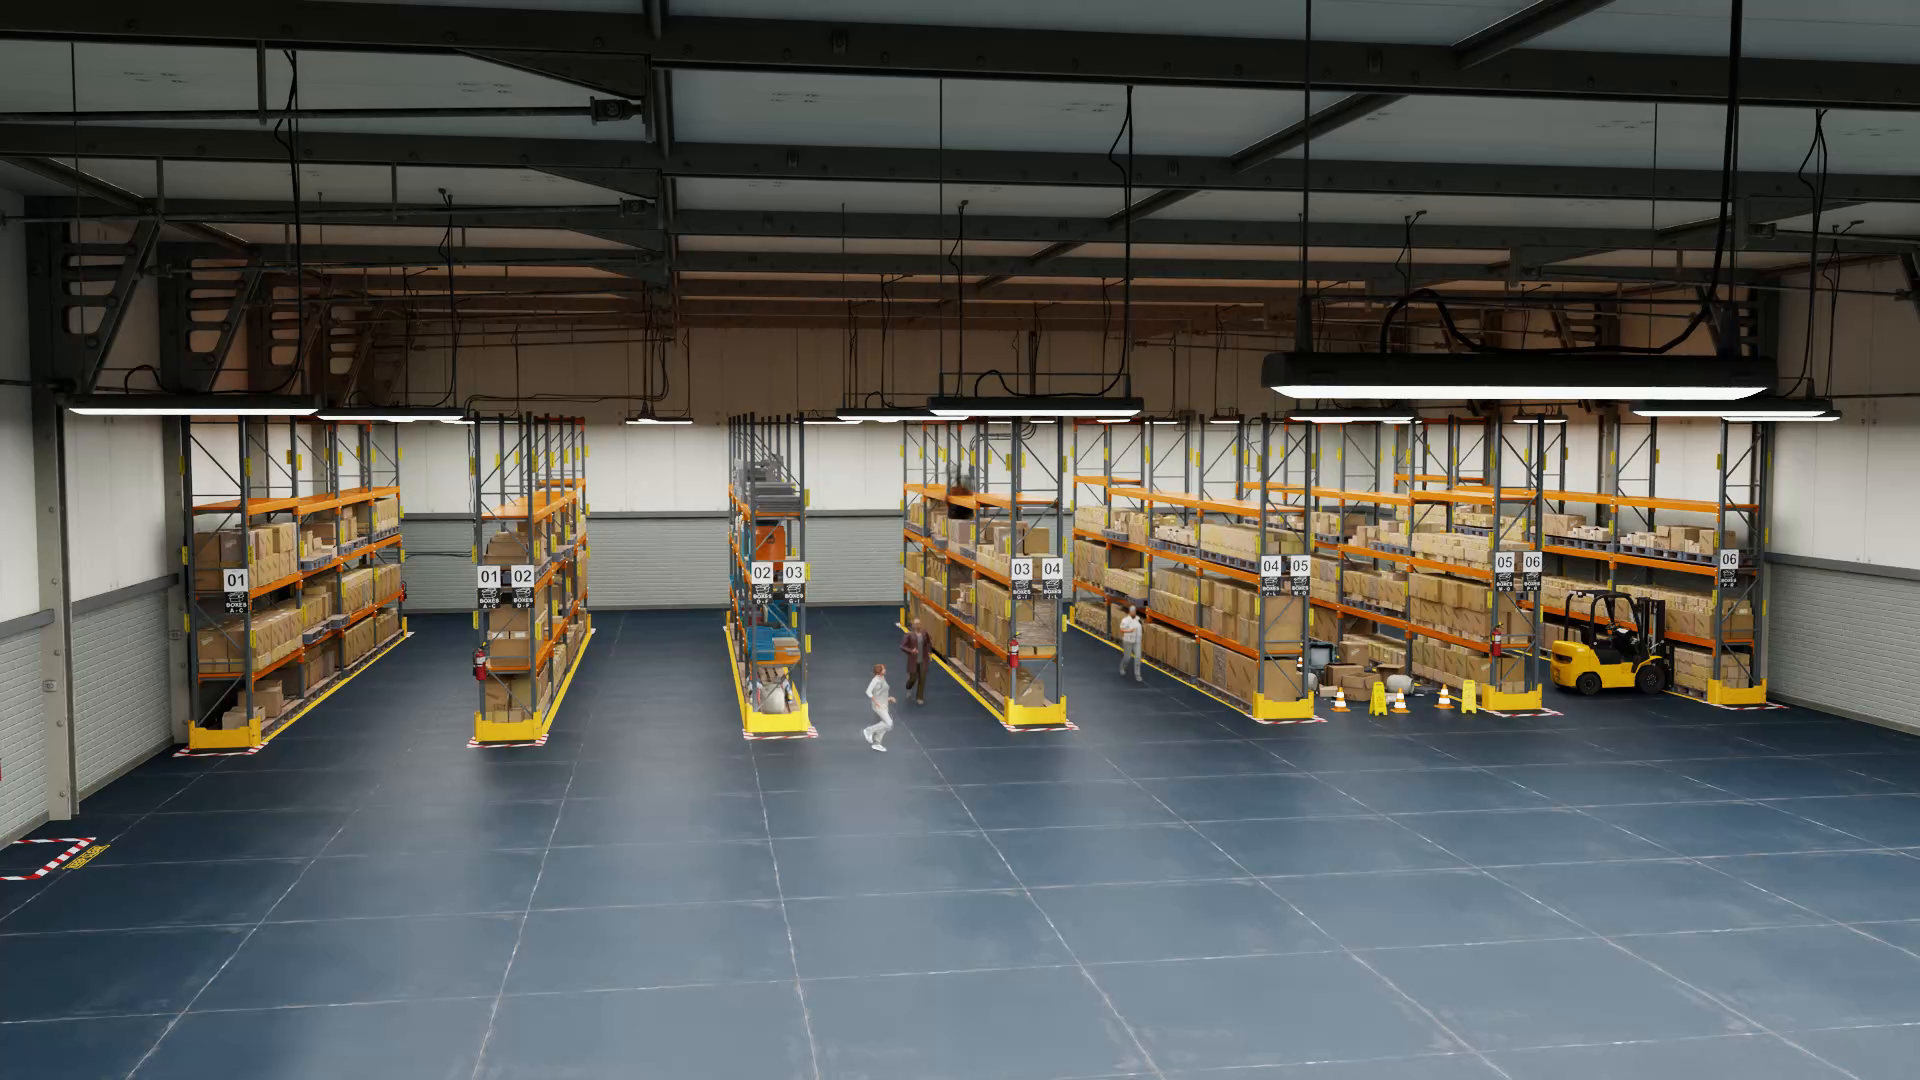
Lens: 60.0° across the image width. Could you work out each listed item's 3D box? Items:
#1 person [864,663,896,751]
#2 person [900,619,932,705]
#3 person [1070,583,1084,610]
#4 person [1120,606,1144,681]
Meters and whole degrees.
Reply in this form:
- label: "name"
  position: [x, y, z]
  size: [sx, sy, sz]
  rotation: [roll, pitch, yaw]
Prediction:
- label: "person"
  position: [-1.418, 2.955, 29.437]
  size: [0.540, 1.566, 0.541]
  rotation: [1, 4, 15]
- label: "person"
  position: [-0.899, 2.502, 34.429]
  size: [0.718, 1.746, 0.833]
  rotation: [-1, 4, -20]
- label: "person"
  position: [3.574, 1.490, 49.844]
  size: [0.607, 1.702, 0.722]
  rotation: [-1, 4, -17]
- label: "person"
  position: [3.890, 2.311, 37.665]
  size: [0.637, 1.656, 0.907]
  rotation: [-1, 4, -19]
